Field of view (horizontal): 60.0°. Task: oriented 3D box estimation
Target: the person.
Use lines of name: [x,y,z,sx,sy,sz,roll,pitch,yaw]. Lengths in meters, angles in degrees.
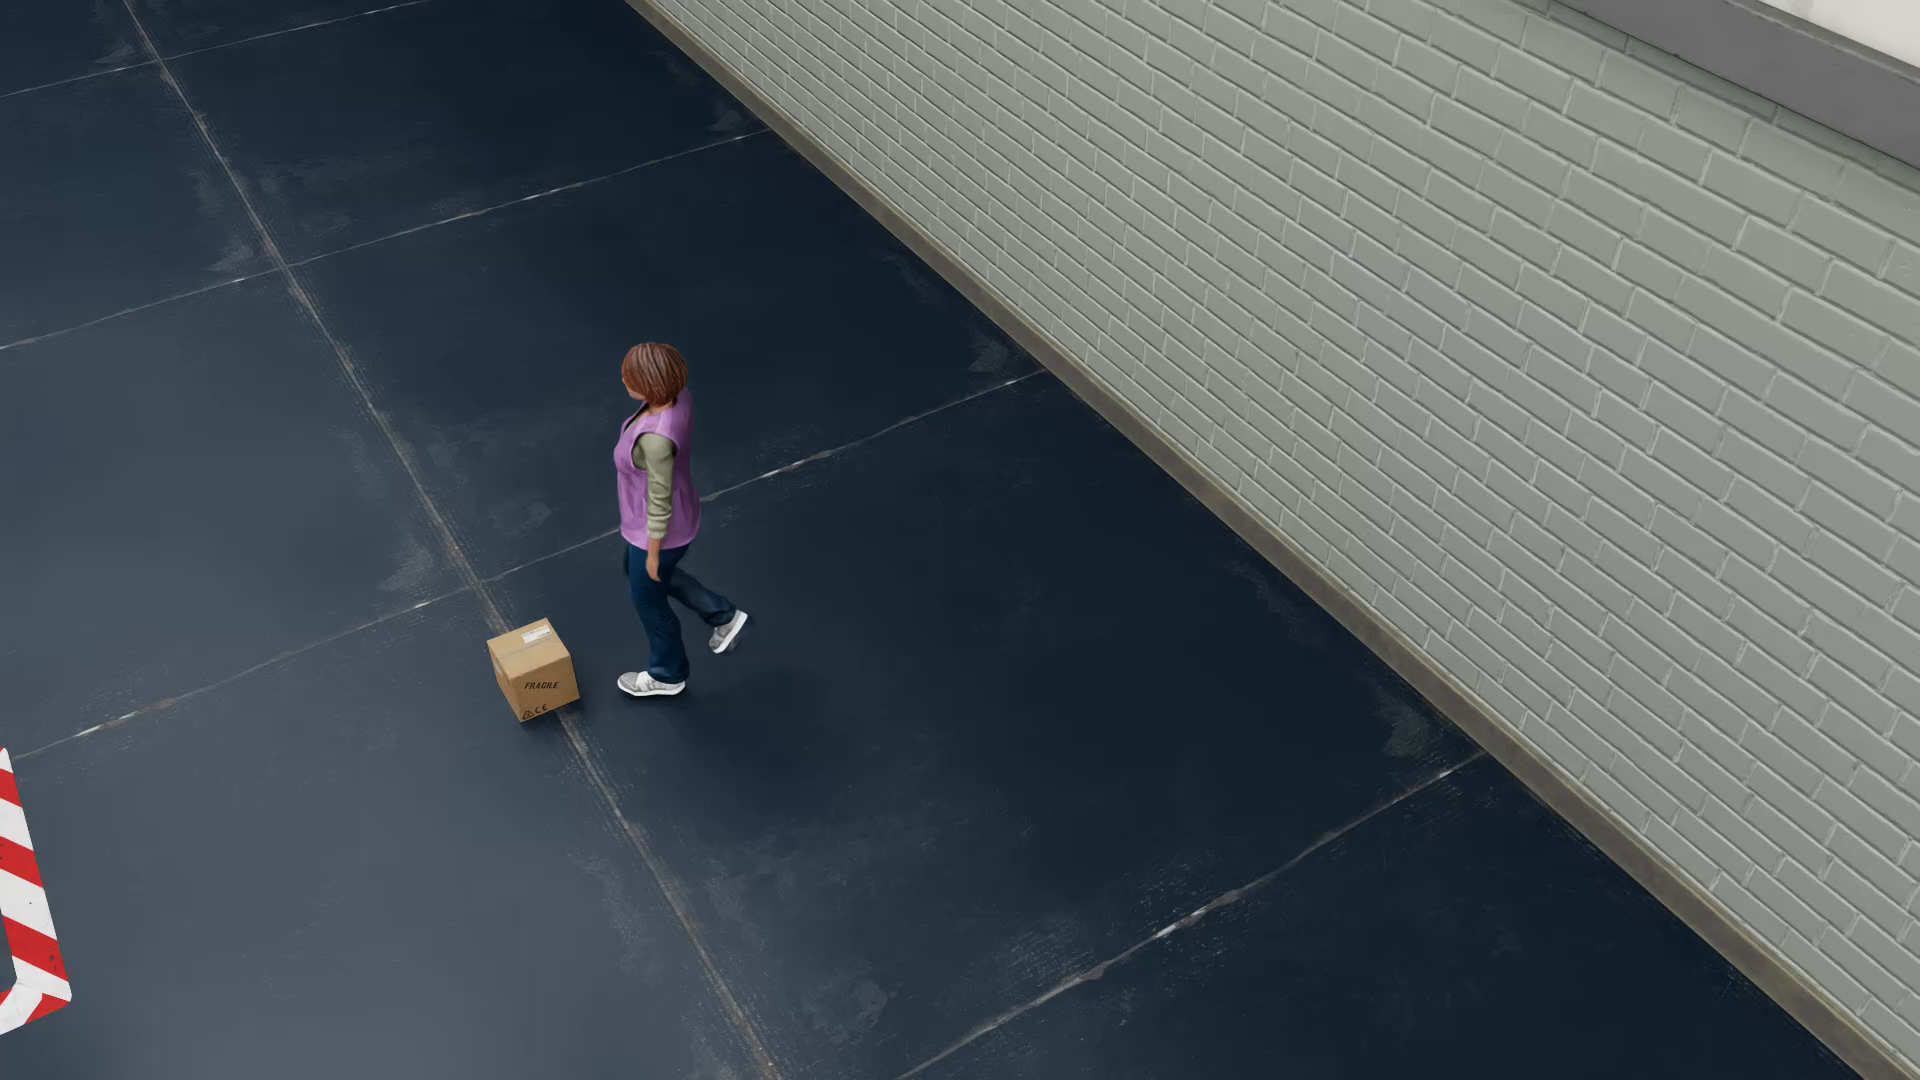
person: [-5.035,-2.872,8.209,8.693,3.183,6.763,2,41,2]
